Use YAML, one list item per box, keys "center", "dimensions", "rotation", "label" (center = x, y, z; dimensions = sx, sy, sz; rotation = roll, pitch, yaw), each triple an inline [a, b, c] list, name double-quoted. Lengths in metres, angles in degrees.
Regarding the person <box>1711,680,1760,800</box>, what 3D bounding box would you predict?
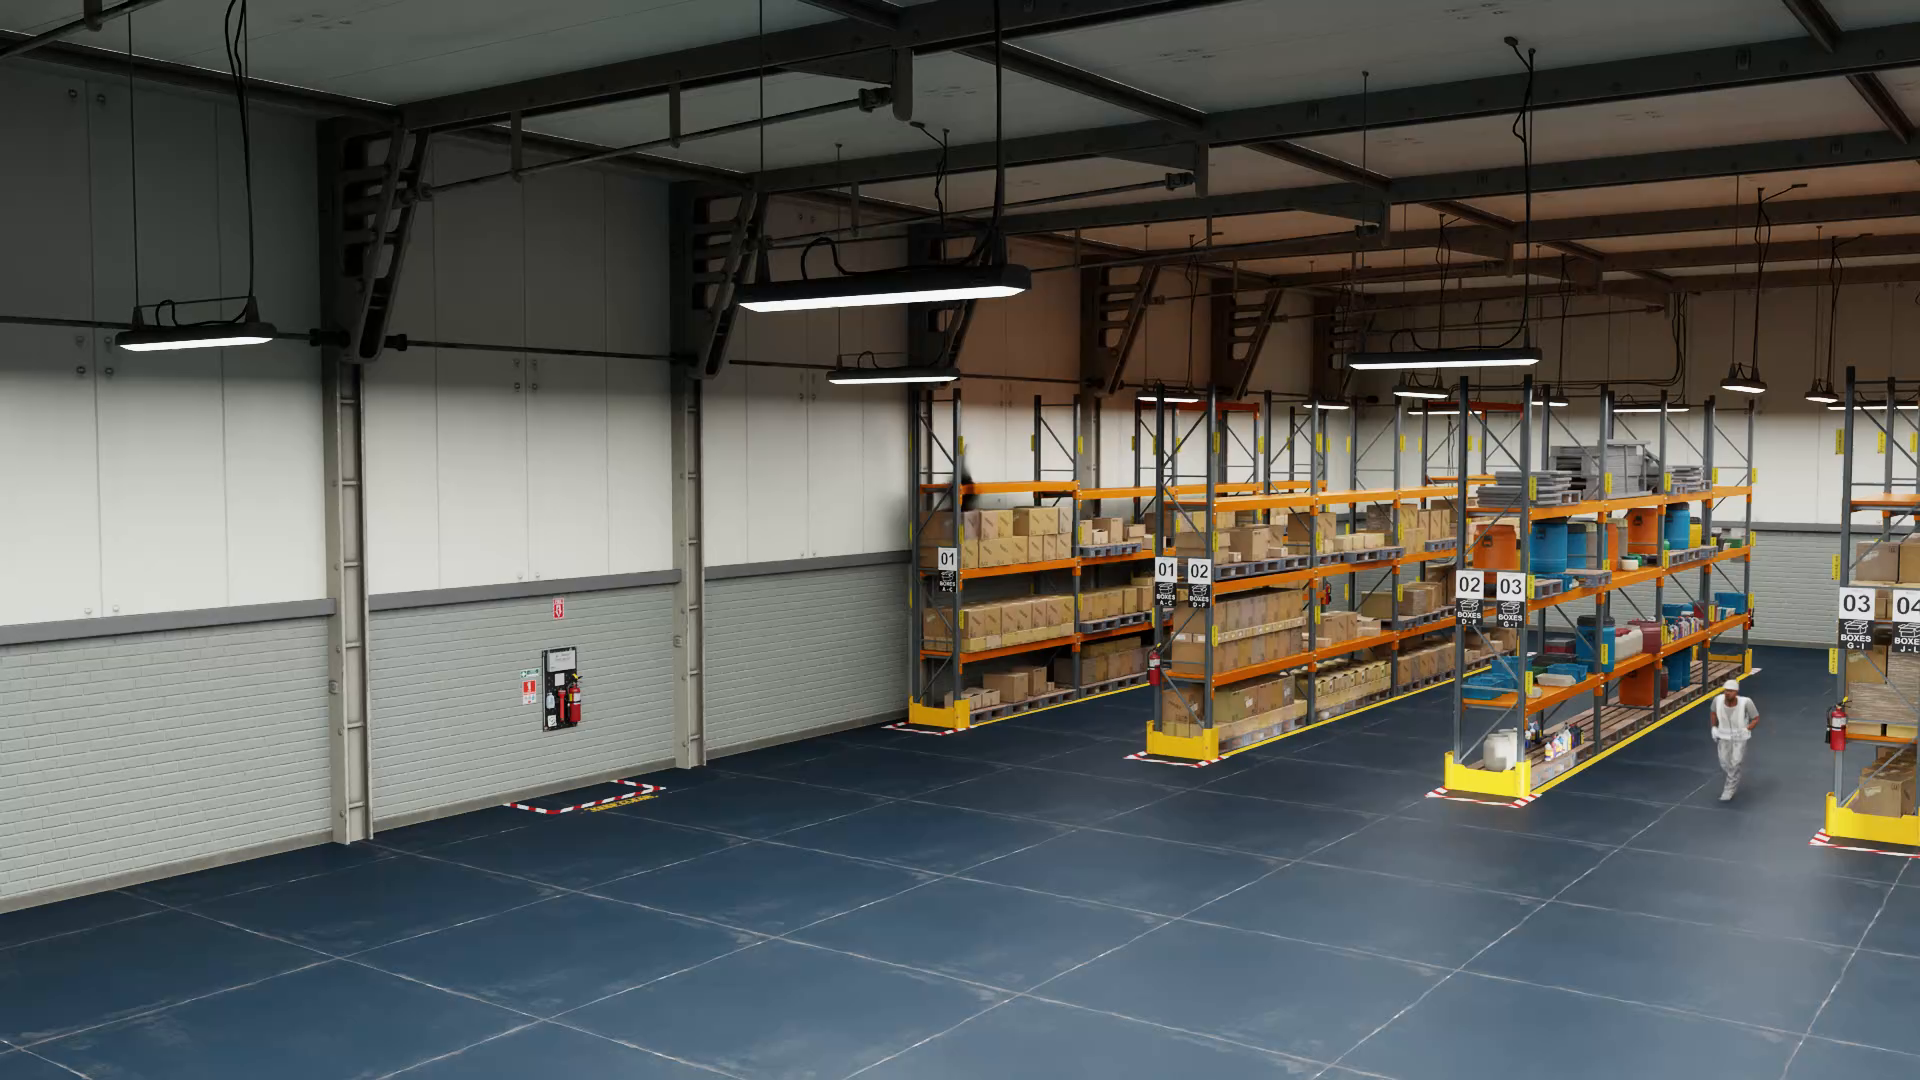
- center: [10.971, 2.812, 23.546]
  dimensions: [0.661, 1.711, 0.747]
  rotation: [2, 4, 33]
  label: "person"
